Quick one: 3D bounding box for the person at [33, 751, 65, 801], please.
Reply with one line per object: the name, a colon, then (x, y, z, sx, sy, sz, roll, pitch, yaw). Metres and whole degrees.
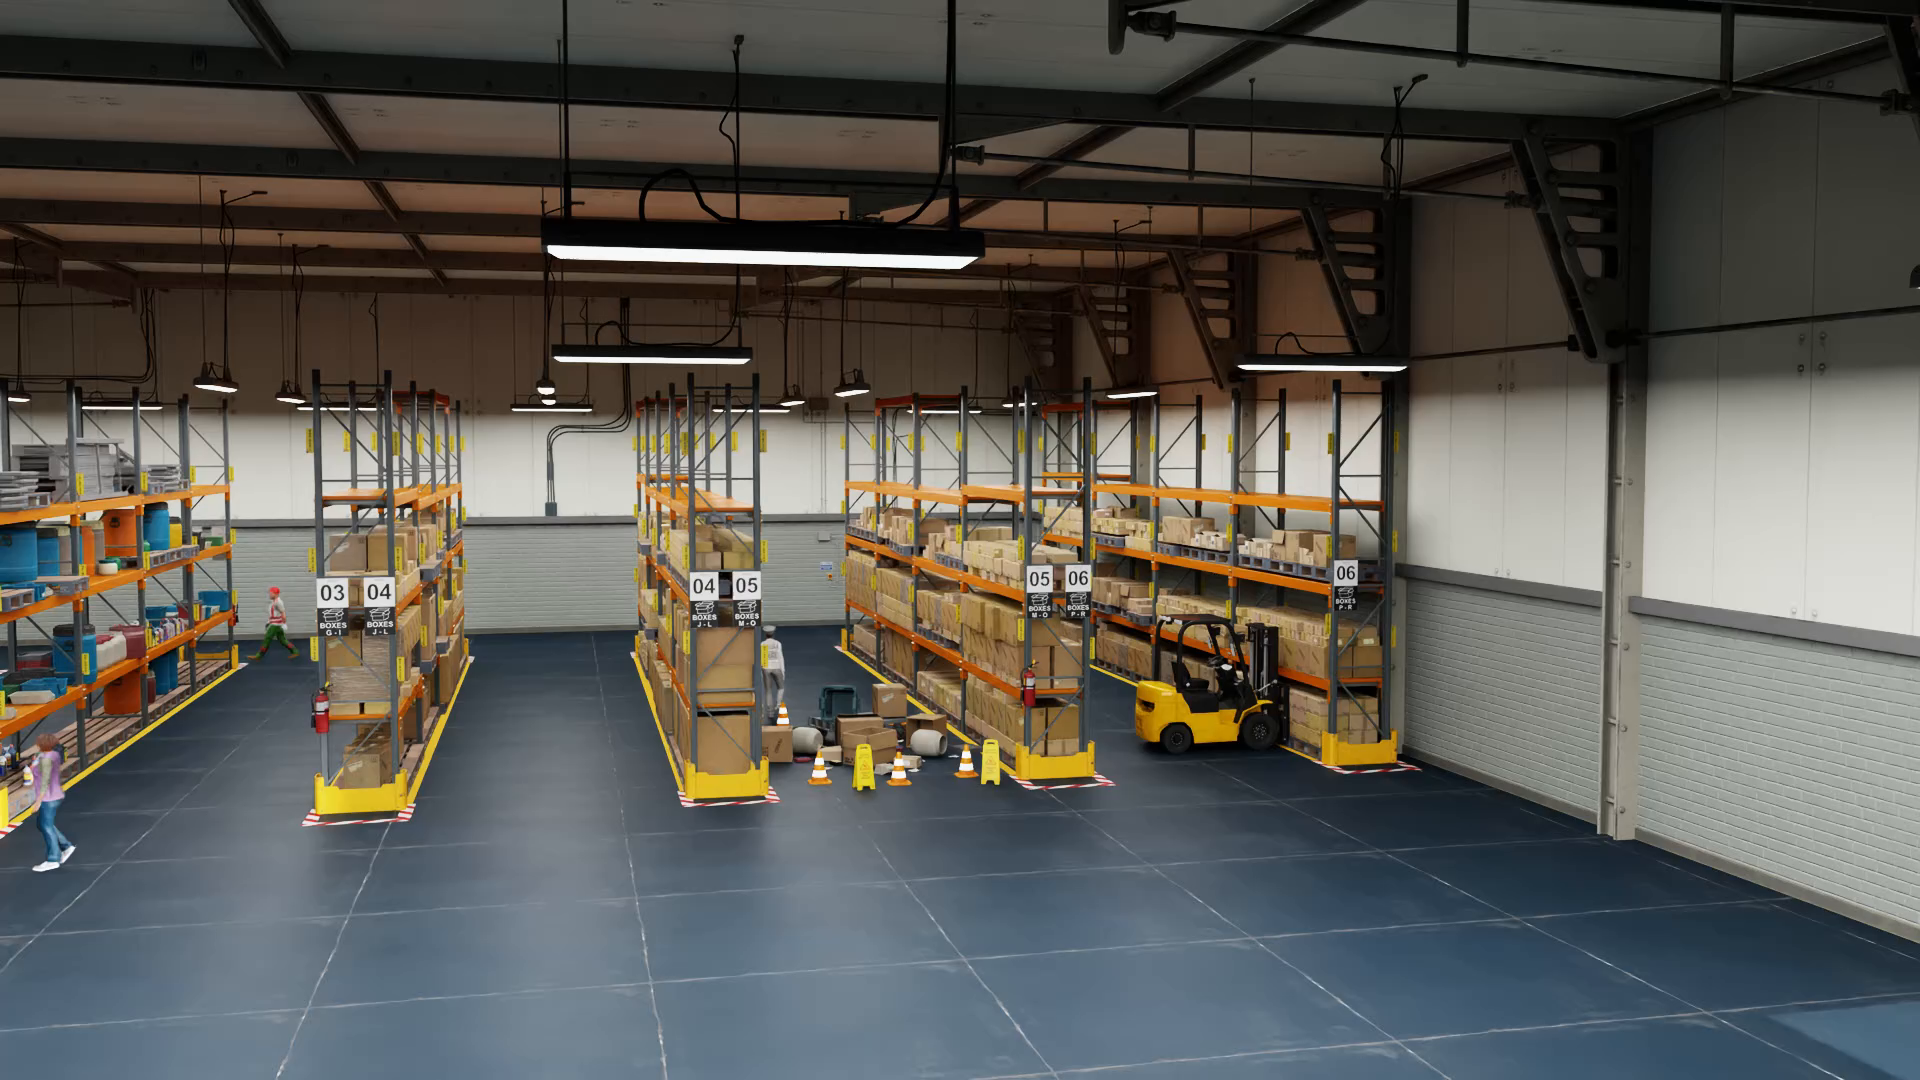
person: (-10.676, 2.765, 19.494, 0.319, 0.574, 0.437, -1, 3, -18)

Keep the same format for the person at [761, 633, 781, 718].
person: (-3.422, 2.418, 30.383, 0.458, 1.647, 0.441, 0, 3, 2)

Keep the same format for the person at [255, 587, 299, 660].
person: (-15.751, 1.910, 38.318, 0.961, 1.662, 0.466, -2, 4, -26)
